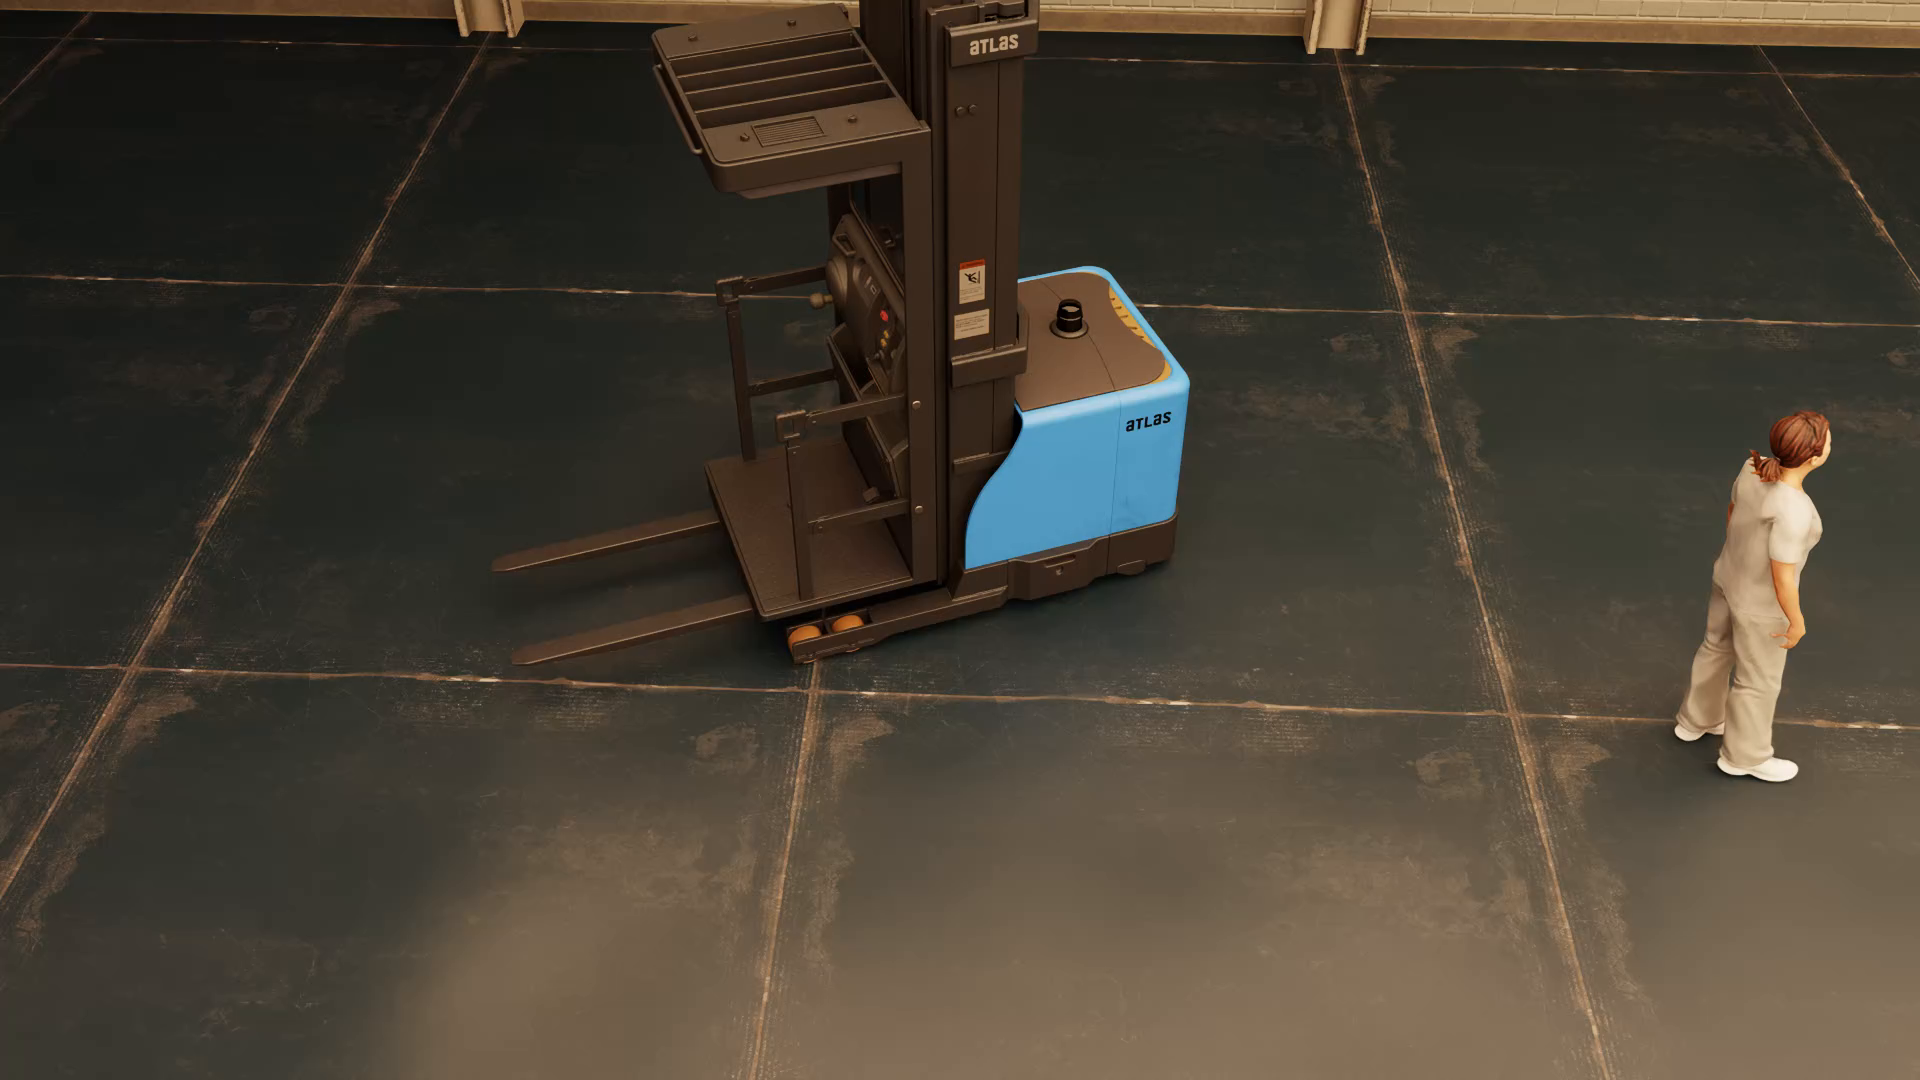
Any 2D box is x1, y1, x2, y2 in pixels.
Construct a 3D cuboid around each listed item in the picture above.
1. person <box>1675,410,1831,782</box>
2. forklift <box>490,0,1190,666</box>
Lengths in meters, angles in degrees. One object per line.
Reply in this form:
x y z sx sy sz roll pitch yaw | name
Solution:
3.148 0.201 6.443 0.548 1.673 0.550 -2 42 -3 | person
-0.573 -0.945 6.778 3.031 2.935 1.130 -13 44 -14 | forklift
